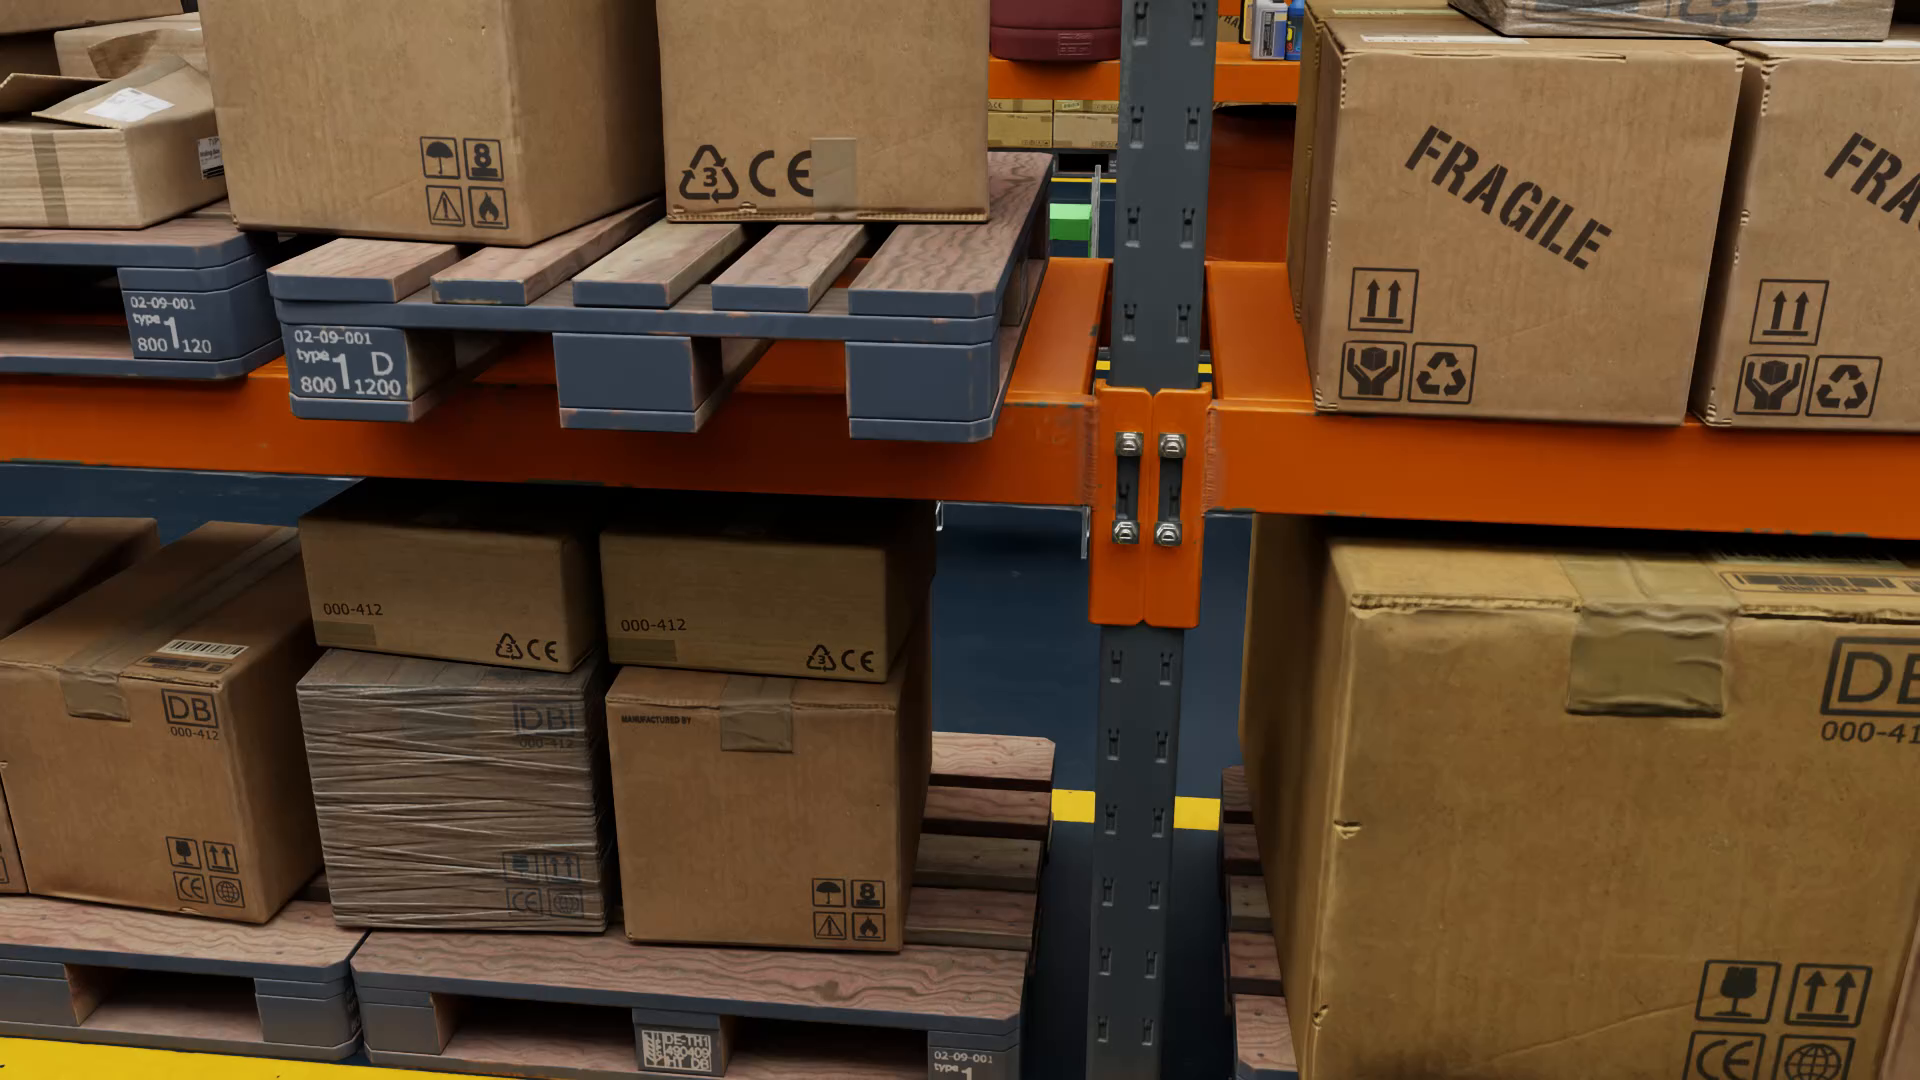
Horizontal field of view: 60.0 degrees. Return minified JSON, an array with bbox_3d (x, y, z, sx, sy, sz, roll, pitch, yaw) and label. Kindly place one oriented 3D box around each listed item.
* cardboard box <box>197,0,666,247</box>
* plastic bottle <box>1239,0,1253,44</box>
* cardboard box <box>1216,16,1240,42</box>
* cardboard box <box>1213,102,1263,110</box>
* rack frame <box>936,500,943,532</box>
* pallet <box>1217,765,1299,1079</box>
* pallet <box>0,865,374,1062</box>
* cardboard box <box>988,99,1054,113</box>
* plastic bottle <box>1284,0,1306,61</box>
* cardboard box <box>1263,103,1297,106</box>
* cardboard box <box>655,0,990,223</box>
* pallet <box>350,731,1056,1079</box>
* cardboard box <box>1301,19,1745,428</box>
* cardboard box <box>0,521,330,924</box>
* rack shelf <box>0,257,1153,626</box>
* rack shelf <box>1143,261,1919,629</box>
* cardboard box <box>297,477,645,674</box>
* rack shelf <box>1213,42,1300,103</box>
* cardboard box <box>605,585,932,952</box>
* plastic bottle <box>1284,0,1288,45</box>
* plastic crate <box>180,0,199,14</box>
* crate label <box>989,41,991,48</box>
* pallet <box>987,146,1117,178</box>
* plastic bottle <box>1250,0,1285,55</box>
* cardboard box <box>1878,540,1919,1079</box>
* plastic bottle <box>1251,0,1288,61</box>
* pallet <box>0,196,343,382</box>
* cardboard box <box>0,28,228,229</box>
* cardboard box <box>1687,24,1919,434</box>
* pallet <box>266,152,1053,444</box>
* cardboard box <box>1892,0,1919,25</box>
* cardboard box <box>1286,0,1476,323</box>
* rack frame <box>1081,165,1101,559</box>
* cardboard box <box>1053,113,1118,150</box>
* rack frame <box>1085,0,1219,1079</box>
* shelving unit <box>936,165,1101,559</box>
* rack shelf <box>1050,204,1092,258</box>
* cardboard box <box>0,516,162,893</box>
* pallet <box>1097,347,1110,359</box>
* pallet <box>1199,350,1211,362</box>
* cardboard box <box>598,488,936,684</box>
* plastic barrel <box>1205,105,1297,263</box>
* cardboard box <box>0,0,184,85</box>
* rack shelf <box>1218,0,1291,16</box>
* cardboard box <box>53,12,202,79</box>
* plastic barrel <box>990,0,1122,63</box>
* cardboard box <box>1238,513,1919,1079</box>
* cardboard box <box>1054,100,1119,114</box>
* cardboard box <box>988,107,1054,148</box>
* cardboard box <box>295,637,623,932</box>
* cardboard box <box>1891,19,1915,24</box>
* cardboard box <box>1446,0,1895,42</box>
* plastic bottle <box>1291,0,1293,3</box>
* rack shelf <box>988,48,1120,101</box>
[{"bbox_3d":[-0.771,-0.801,2.679,0.500,0.500,0.700,6,22,14],"label":"cardboard box"},{"bbox_3d":[1.371,-2.455,7.729,0.133,0.283,0.061,2,22,6],"label":"plastic bottle"},{"bbox_3d":[2.800,-5.104,16.624,0.750,0.750,0.750,2,22,6],"label":"cardboard box"},{"bbox_3d":[1.924,-3.098,11.997,0.500,0.500,0.500,3,22,9],"label":"cardboard box"},{"bbox_3d":[-0.078,-0.561,5.228,0.015,1.200,0.240,2,22,6],"label":"rack frame"},{"bbox_3d":[1.110,0.795,3.141,1.213,0.211,1.003,2,22,6],"label":"pallet"},{"bbox_3d":[-1.648,0.646,3.519,1.213,0.211,1.003,2,22,6],"label":"pallet"},{"bbox_3d":[0.440,-3.310,12.138,0.500,0.311,0.500,2,22,5],"label":"cardboard box"},{"bbox_3d":[1.423,-2.160,6.998,0.097,0.271,0.097,0,22,0],"label":"plastic bottle"},{"bbox_3d":[2.445,-3.077,11.945,0.500,0.500,0.500,2,22,4],"label":"cardboard box"},{"bbox_3d":[-0.205,-0.814,2.711,0.500,0.500,0.500,0,22,0],"label":"cardboard box"},{"bbox_3d":[-0.440,0.699,3.384,1.213,0.211,1.003,2,22,6],"label":"pallet"},{"bbox_3d":[0.787,-0.489,2.461,0.500,0.500,0.500,3,22,8],"label":"cardboard box"},{"bbox_3d":[-1.448,0.332,3.322,0.500,0.500,0.700,4,22,11],"label":"cardboard box"},{"bbox_3d":[-1.650,-0.315,3.135,4.000,0.370,1.077,2,22,6],"label":"rack shelf"},{"bbox_3d":[2.322,-0.142,2.697,4.000,0.370,1.077,2,22,6],"label":"rack shelf"},{"bbox_3d":[-0.861,0.009,3.119,0.500,0.250,0.500,5,22,12],"label":"cardboard box"},{"bbox_3d":[2.905,-1.950,7.271,4.000,0.370,1.077,2,22,6],"label":"rack shelf"},{"bbox_3d":[-0.332,0.373,3.218,0.500,0.500,0.700,1,22,3],"label":"cardboard box"},{"bbox_3d":[1.483,-2.406,7.715,0.097,0.201,0.097,0,22,0],"label":"plastic bottle"},{"bbox_3d":[-3.558,-2.585,7.982,0.504,0.338,0.767,2,22,6],"label":"plastic crate"},{"bbox_3d":[-0.036,-2.530,7.710,0.616,0.435,0.502,2,22,6],"label":"crate label"},{"bbox_3d":[0.693,-2.933,12.571,1.213,0.211,1.003,2,22,6],"label":"pallet"},{"bbox_3d":[1.329,-2.232,7.176,0.135,0.276,0.152,2,22,6],"label":"plastic bottle"},{"bbox_3d":[1.903,0.309,2.898,0.875,0.875,1.225,3,22,6],"label":"cardboard box"},{"bbox_3d":[1.311,-2.177,7.035,0.135,0.276,0.152,2,22,6],"label":"plastic bottle"},{"bbox_3d":[-1.634,-0.545,2.998,1.213,0.211,1.003,2,22,6],"label":"pallet"},{"bbox_3d":[-1.352,-0.669,2.665,0.258,0.266,0.396,2,22,5],"label":"cardboard box"},{"bbox_3d":[1.299,-0.468,2.407,0.500,0.500,0.500,2,22,5],"label":"cardboard box"},{"bbox_3d":[-0.384,-0.466,2.799,1.003,0.211,1.213,2,22,6],"label":"pallet"},{"bbox_3d":[1.707,-1.009,2.412,0.637,0.503,0.797,3,22,8],"label":"cardboard box"},{"bbox_3d":[0.855,-0.679,2.940,0.500,0.500,0.500,3,22,8],"label":"cardboard box"},{"bbox_3d":[0.407,-0.540,5.174,0.015,1.200,0.240,2,22,6],"label":"rack frame"},{"bbox_3d":[0.954,-3.030,12.193,0.500,0.250,0.500,3,22,8],"label":"cardboard box"},{"bbox_3d":[0.336,-0.563,2.784,0.127,3.000,1.000,2,22,6],"label":"rack frame"},{"bbox_3d":[0.164,-0.551,5.201,0.503,1.200,0.258,2,22,6],"label":"shelving unit"},{"bbox_3d":[0.164,-0.938,5.048,0.480,0.148,0.258,2,22,6],"label":"rack shelf"},{"bbox_3d":[-2.002,0.308,3.383,0.500,0.500,0.700,1,22,2],"label":"cardboard box"},{"bbox_3d":[0.154,-1.122,7.991,1.213,0.211,1.003,2,22,6],"label":"pallet"},{"bbox_3d":[1.707,-1.056,7.823,1.213,0.211,1.003,2,22,6],"label":"pallet"},{"bbox_3d":[-0.333,0.028,3.070,0.500,0.250,0.500,3,22,8],"label":"cardboard box"},{"bbox_3d":[1.407,-1.542,7.642,0.708,0.830,0.600,2,22,6],"label":"plastic barrel"},{"bbox_3d":[-1.904,-0.938,3.021,0.637,0.503,0.797,5,22,12],"label":"cardboard box"},{"bbox_3d":[3.492,-3.759,11.845,4.000,0.370,1.077,2,22,6],"label":"rack shelf"},{"bbox_3d":[-1.301,-0.845,3.130,0.500,0.250,0.500,2,22,5],"label":"cardboard box"},{"bbox_3d":[0.423,-2.344,7.104,0.708,0.536,0.600,2,22,6],"label":"plastic barrel"},{"bbox_3d":[1.019,0.267,3.003,0.875,0.875,1.225,2,22,4],"label":"cardboard box"},{"bbox_3d":[0.957,-3.290,12.087,0.500,0.311,0.500,3,22,8],"label":"cardboard box"},{"bbox_3d":[0.442,-3.051,12.246,0.500,0.250,0.500,2,22,6],"label":"cardboard box"},{"bbox_3d":[-0.884,0.354,3.266,0.500,0.500,0.700,1,22,2],"label":"cardboard box"},{"bbox_3d":[1.350,-0.655,2.881,0.500,0.500,0.500,2,22,6],"label":"cardboard box"},{"bbox_3d":[1.060,-1.038,2.486,0.637,0.503,0.797,3,22,8],"label":"cardboard box"},{"bbox_3d":[1.600,-2.445,7.704,0.133,0.283,0.061,2,22,6],"label":"plastic bottle"},{"bbox_3d":[-1.067,-2.123,7.709,4.000,0.370,1.077,2,22,6],"label":"rack shelf"}]
